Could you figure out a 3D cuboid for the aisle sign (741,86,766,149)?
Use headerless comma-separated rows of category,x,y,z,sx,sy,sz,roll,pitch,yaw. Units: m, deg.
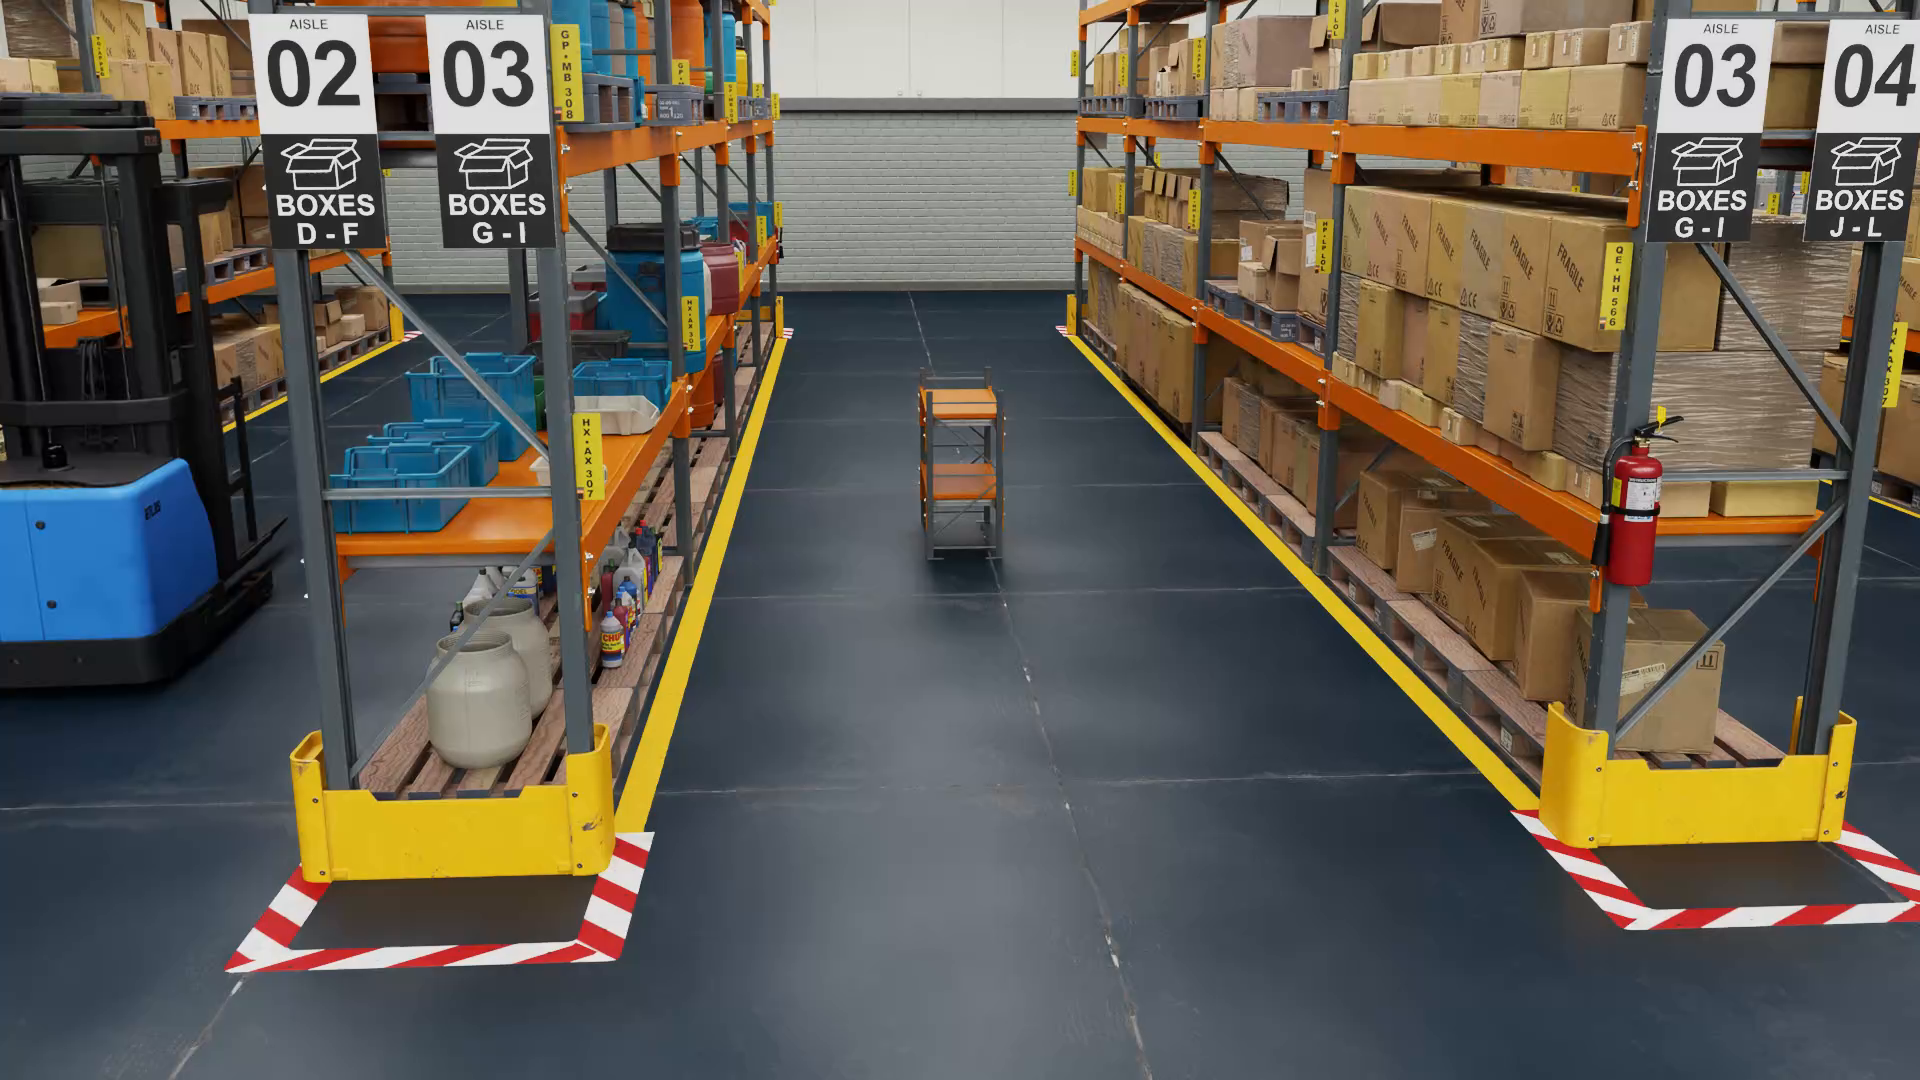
aisle sign,-2.625,-5.427,21.382,0.394,0.787,0.004,-1,14,-3

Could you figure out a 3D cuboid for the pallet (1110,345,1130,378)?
pallet,2.309,-2.067,19.137,1.003,0.211,1.213,-1,14,-3

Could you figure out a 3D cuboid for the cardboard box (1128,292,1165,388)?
cardboard box,2.394,-2.021,16.781,1.225,0.875,0.875,-1,14,-5

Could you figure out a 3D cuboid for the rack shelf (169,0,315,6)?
rack shelf,-7.733,-6.128,18.735,1.077,0.370,4.000,-1,14,-3

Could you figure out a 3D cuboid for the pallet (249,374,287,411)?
pallet,-7.521,-1.523,17.023,1.003,0.211,1.213,-1,14,-3

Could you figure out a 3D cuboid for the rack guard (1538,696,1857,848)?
rack guard,3.017,0.949,6.836,1.175,0.500,0.348,-1,14,-3

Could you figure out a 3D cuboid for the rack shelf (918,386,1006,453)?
rack shelf,0.000,-0.830,11.320,0.538,0.278,1.000,-1,14,-3

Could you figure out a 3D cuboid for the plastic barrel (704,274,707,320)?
plastic barrel,-2.114,-1.853,12.484,0.421,0.512,0.421,0,14,0

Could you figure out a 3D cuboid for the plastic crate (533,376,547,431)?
plastic crate,-2.367,-0.717,8.717,0.450,0.188,0.662,-1,14,-3

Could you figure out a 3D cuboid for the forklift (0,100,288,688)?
forklift,-4.736,-0.986,9.477,1.130,2.935,3.031,-2,15,-6

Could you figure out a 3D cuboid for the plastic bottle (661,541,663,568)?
plastic bottle,-1.836,0.066,9.982,0.097,0.201,0.097,0,14,0

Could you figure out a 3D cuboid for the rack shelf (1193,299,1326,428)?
rack shelf,2.650,-1.387,12.340,1.077,0.370,4.000,-1,14,-3

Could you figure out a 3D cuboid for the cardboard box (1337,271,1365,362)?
cardboard box,2.740,-1.317,9.829,0.875,0.500,0.500,-1,14,-3

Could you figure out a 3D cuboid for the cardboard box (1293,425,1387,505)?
cardboard box,2.747,-0.512,11.631,0.700,0.500,0.500,-1,14,-4

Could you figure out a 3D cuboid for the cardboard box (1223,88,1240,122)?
cardboard box,2.332,-3.364,12.863,0.500,0.250,0.500,-1,14,-2

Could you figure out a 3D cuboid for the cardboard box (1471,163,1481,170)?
cardboard box,6.788,-4.709,21.005,0.500,0.500,0.500,0,14,-2

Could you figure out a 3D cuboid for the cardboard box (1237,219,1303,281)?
cardboard box,2.599,-2.351,13.599,0.500,0.500,0.500,-3,15,-10

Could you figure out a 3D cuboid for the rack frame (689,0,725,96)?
rack frame,-2.417,-5.061,13.139,1.000,3.000,0.127,-1,14,-3

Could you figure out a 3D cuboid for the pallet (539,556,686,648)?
pallet,-2.170,0.357,9.716,1.003,0.211,1.213,-1,14,-3

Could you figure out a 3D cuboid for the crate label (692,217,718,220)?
crate label,-3.226,-4.027,21.374,0.416,0.233,0.303,-1,14,-3

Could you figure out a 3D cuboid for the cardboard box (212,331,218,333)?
cardboard box,-7.778,-1.821,16.719,0.500,0.500,0.500,-1,14,-3

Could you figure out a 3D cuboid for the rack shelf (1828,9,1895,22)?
rack shelf,12.045,-6.241,19.970,1.077,0.370,4.000,-1,14,-3

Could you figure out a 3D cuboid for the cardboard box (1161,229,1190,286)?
cardboard box,2.188,-2.653,15.617,0.500,0.500,0.500,-1,14,-5

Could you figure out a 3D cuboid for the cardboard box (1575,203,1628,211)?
cardboard box,3.203,-1.309,7.792,0.500,0.500,0.500,-1,14,-3

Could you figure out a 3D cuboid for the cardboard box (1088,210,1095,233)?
cardboard box,1.857,-3.916,20.430,0.500,0.250,0.500,-1,14,-5

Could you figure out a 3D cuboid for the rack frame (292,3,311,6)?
rack frame,-7.857,-6.976,20.578,1.000,3.000,0.127,-1,14,-3

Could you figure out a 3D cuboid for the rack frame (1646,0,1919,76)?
rack frame,3.022,-3.148,5.703,1.000,3.000,0.127,-1,14,-3

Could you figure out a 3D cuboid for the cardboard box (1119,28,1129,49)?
cardboard box,2.146,-5.836,19.419,0.500,0.250,0.500,-1,14,-5

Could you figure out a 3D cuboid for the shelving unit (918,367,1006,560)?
shelving unit,0.000,-0.546,11.393,0.538,1.125,1.048,-1,14,-3

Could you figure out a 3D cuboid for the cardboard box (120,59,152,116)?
cardboard box,-7.454,-3.816,14.119,0.910,0.500,0.500,-1,14,-3

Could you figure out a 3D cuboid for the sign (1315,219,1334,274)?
sign,2.220,-1.789,10.136,0.100,0.325,0.005,-1,14,-3

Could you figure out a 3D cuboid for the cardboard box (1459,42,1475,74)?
cardboard box,2.655,-2.338,8.075,0.380,0.149,0.250,-1,14,-2

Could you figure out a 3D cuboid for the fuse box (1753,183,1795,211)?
fuse box,13.654,-5.149,28.106,0.539,1.711,0.414,-1,14,-3

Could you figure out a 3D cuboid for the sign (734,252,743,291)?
sign,-1.869,-2.245,13.906,0.100,0.325,0.005,-1,14,-3

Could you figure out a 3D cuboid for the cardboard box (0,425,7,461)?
cardboard box,-6.987,-0.718,11.847,0.500,0.311,0.500,0,14,-2

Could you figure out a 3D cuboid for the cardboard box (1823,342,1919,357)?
cardboard box,7.431,-1.245,14.018,1.050,0.750,0.750,-1,14,-4

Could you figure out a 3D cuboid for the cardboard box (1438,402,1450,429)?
cardboard box,2.654,-0.624,8.435,0.380,0.149,0.250,-1,14,-3

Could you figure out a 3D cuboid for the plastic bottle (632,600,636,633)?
plastic bottle,-1.757,0.385,8.742,0.097,0.201,0.097,0,14,0

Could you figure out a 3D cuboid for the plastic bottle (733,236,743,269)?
plastic bottle,-2.282,-2.903,16.890,0.144,0.351,0.185,-1,14,-3

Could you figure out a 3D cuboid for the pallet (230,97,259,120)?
pallet,-7.639,-4.274,16.474,1.213,0.211,1.003,-1,14,-3

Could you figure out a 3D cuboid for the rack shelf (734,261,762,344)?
rack shelf,-2.541,-2.305,15.909,1.077,0.370,4.000,-1,14,-3

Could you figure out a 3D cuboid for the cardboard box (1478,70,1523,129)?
cardboard box,2.681,-1.991,7.525,0.500,0.250,0.500,-1,14,-2

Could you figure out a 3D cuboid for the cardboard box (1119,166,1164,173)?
cardboard box,2.323,-4.540,21.349,0.500,0.500,0.500,-1,14,-3

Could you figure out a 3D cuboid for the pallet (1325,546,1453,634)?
pallet,2.851,0.279,10.018,1.003,0.211,1.213,-1,14,-3

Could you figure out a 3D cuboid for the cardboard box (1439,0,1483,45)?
cardboard box,3.056,-3.017,9.412,0.500,0.500,0.500,-1,14,-5

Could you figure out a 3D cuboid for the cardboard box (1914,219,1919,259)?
cardboard box,7.599,-2.324,12.333,0.700,0.500,0.500,-1,14,-4

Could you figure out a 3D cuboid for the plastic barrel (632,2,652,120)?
plastic barrel,-2.543,-3.447,12.020,0.600,0.830,0.708,-1,14,-3

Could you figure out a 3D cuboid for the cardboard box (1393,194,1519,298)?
cardboard box,2.611,-1.550,8.726,0.500,0.500,0.500,-1,14,-3

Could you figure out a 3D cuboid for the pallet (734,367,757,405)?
pallet,-2.659,-1.608,17.352,1.003,0.211,1.213,-1,14,-3

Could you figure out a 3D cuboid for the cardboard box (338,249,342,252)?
cardboard box,-7.466,-3.633,19.426,0.500,0.500,0.500,-1,14,-4

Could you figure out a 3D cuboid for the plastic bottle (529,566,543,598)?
plastic bottle,-2.404,0.188,9.367,0.097,0.271,0.097,0,14,0

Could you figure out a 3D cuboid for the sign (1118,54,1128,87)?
sign,1.724,-4.960,17.567,0.100,0.325,0.005,-1,14,-3

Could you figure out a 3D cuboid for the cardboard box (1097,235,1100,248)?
cardboard box,1.838,-3.559,19.845,0.380,0.149,0.250,-1,14,-3
